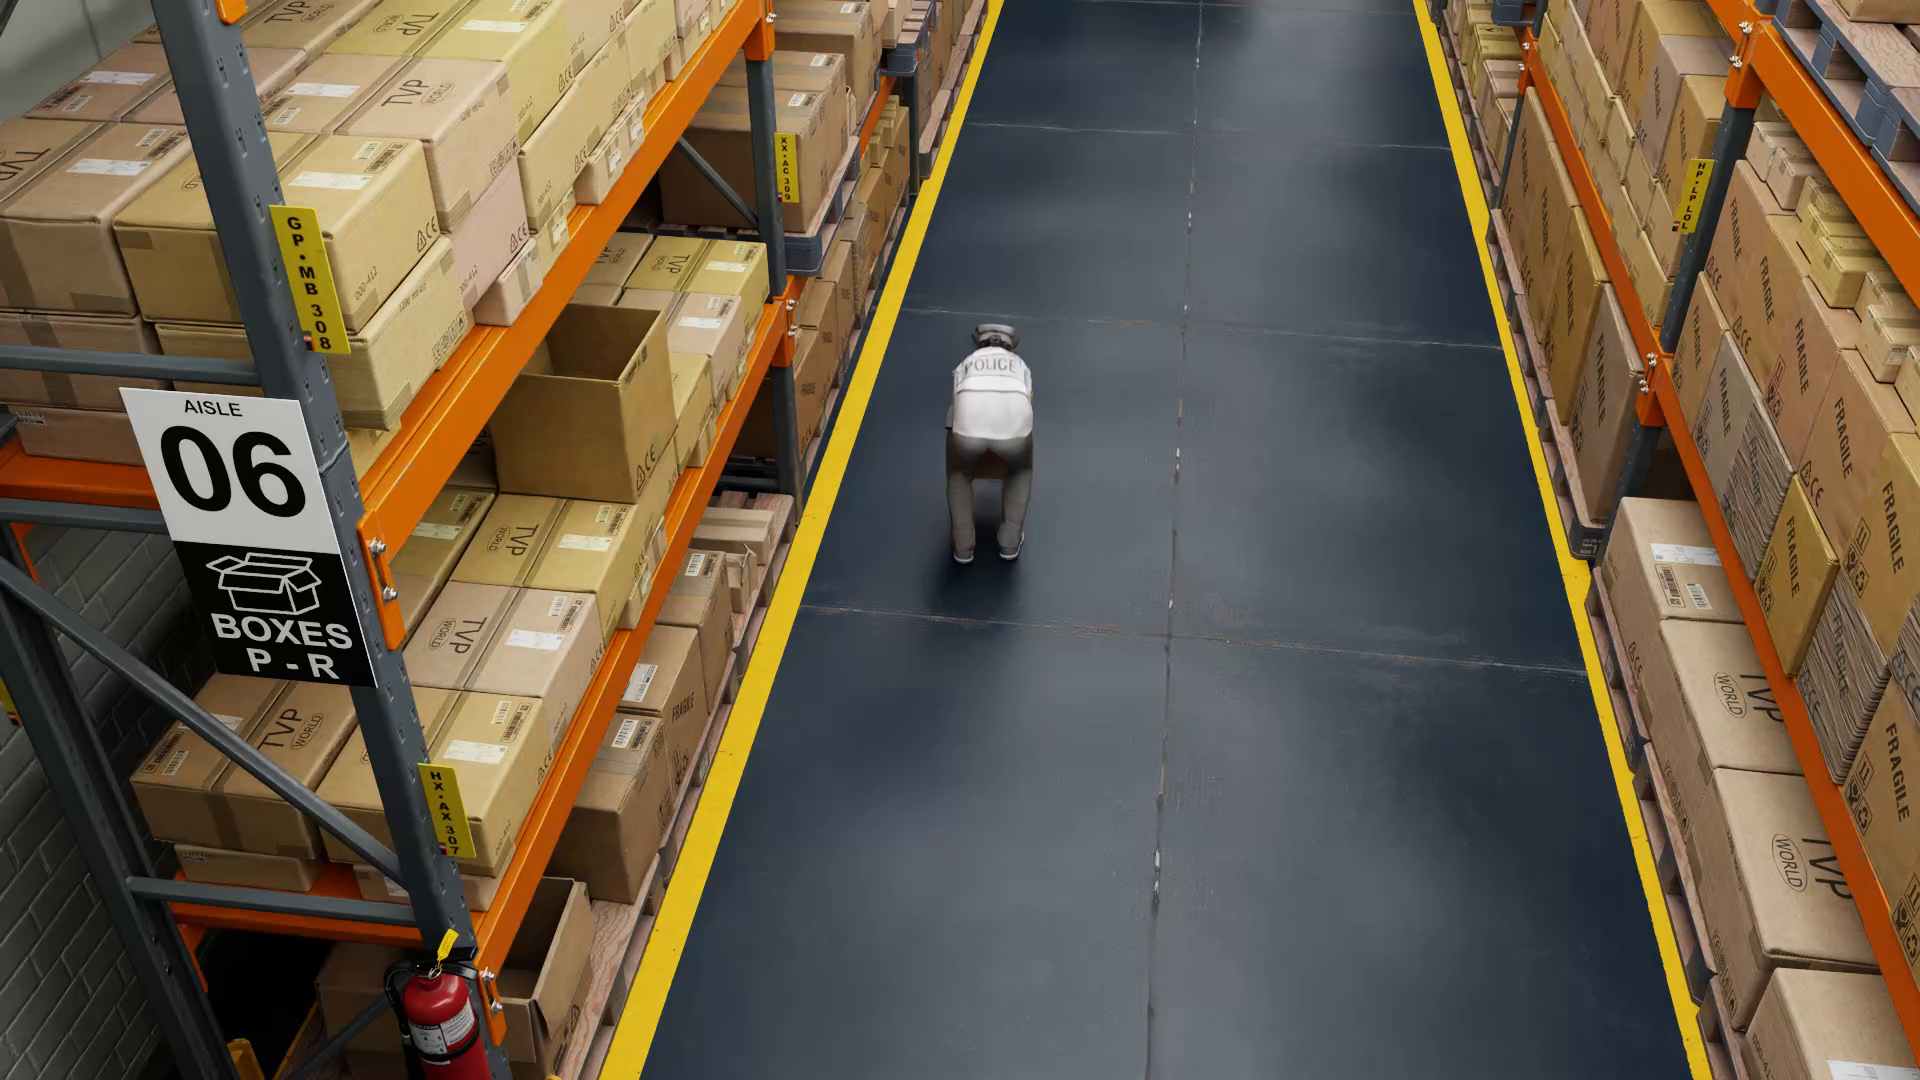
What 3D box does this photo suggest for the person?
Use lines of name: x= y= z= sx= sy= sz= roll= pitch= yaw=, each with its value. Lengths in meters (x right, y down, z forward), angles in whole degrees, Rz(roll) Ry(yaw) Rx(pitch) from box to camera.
person: x=0.150 y=-0.478 z=8.232 sx=0.431 sy=1.022 sz=0.938 roll=2 pitch=36 yaw=2
